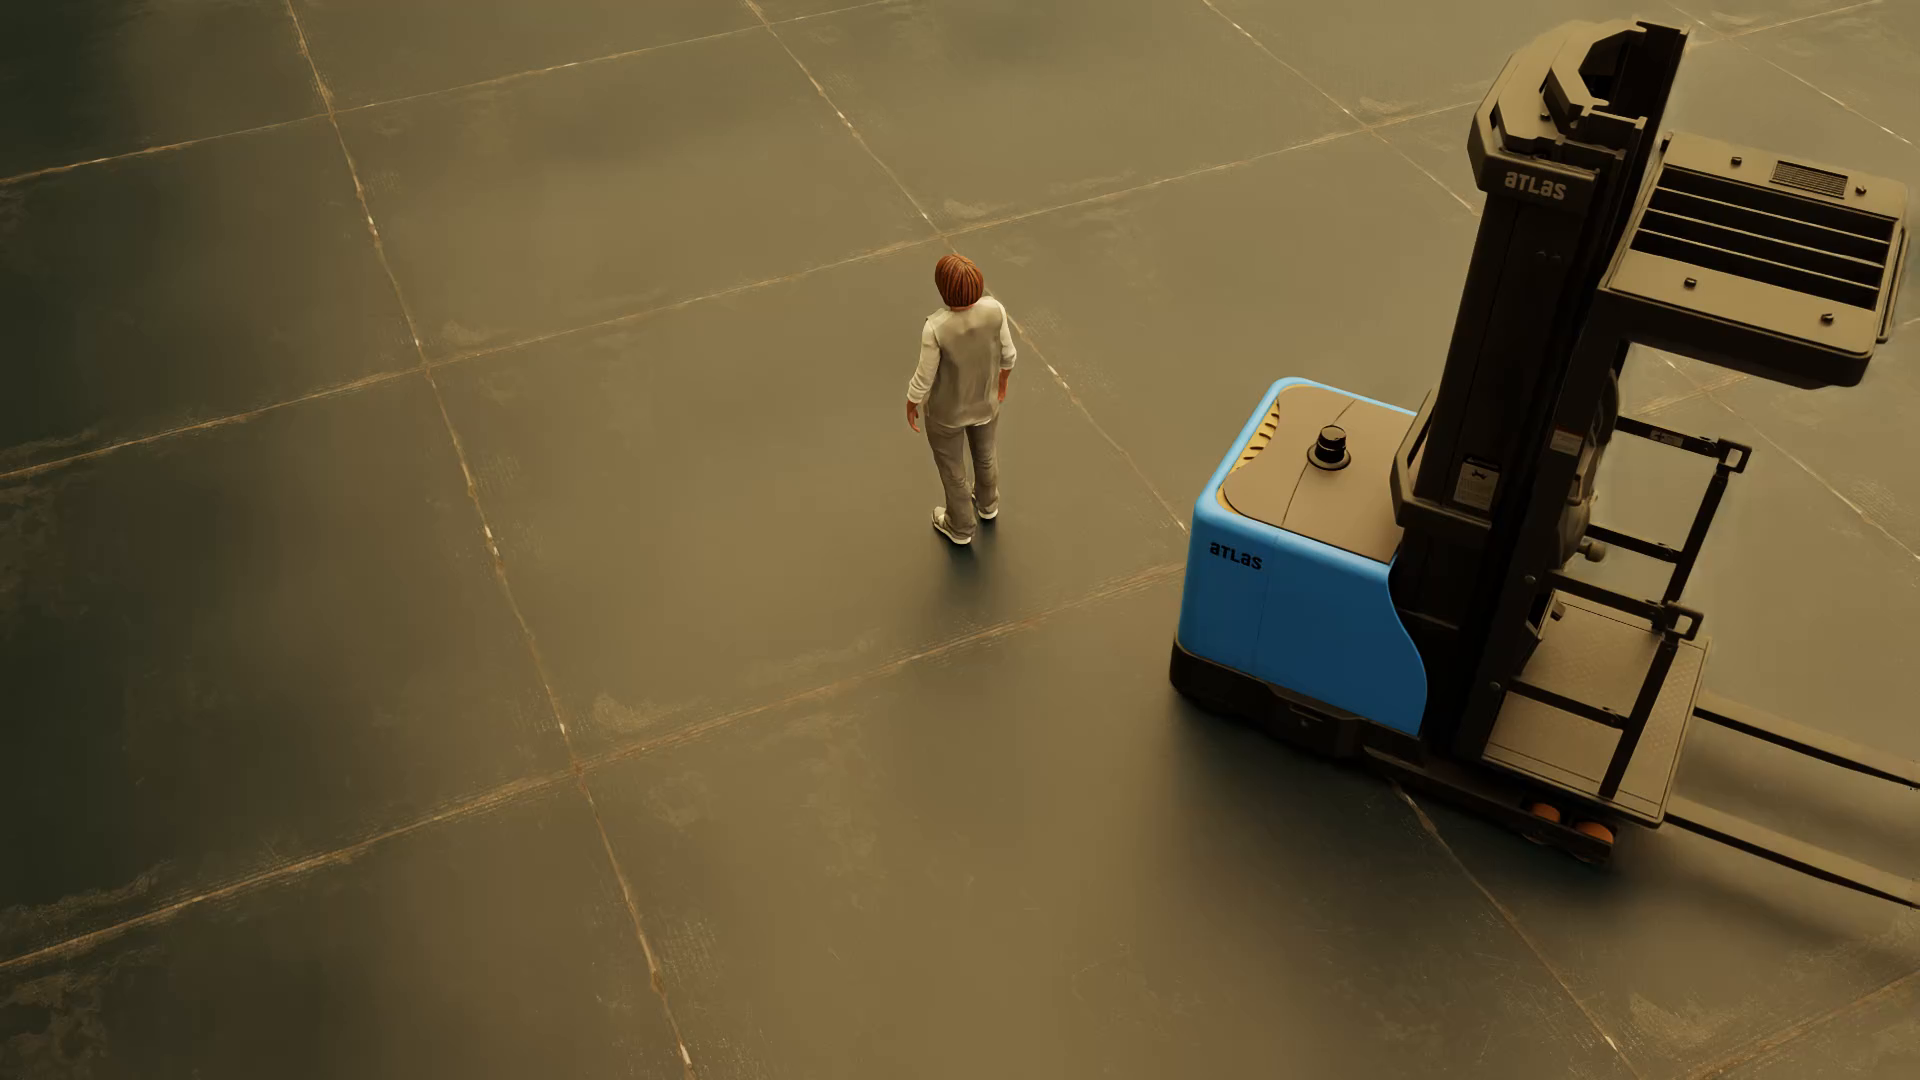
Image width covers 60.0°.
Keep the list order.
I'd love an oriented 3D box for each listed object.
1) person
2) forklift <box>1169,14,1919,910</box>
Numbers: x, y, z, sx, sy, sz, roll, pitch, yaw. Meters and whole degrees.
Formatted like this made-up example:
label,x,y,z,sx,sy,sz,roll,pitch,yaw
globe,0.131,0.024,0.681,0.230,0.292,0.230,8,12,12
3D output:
label,x,y,z,sx,sy,sz,roll,pitch,yaw
person,-0.019,-0.639,7.332,0.521,1.599,0.473,-18,46,-18
forklift,2.438,-0.232,5.928,3.031,2.935,1.130,20,47,20
